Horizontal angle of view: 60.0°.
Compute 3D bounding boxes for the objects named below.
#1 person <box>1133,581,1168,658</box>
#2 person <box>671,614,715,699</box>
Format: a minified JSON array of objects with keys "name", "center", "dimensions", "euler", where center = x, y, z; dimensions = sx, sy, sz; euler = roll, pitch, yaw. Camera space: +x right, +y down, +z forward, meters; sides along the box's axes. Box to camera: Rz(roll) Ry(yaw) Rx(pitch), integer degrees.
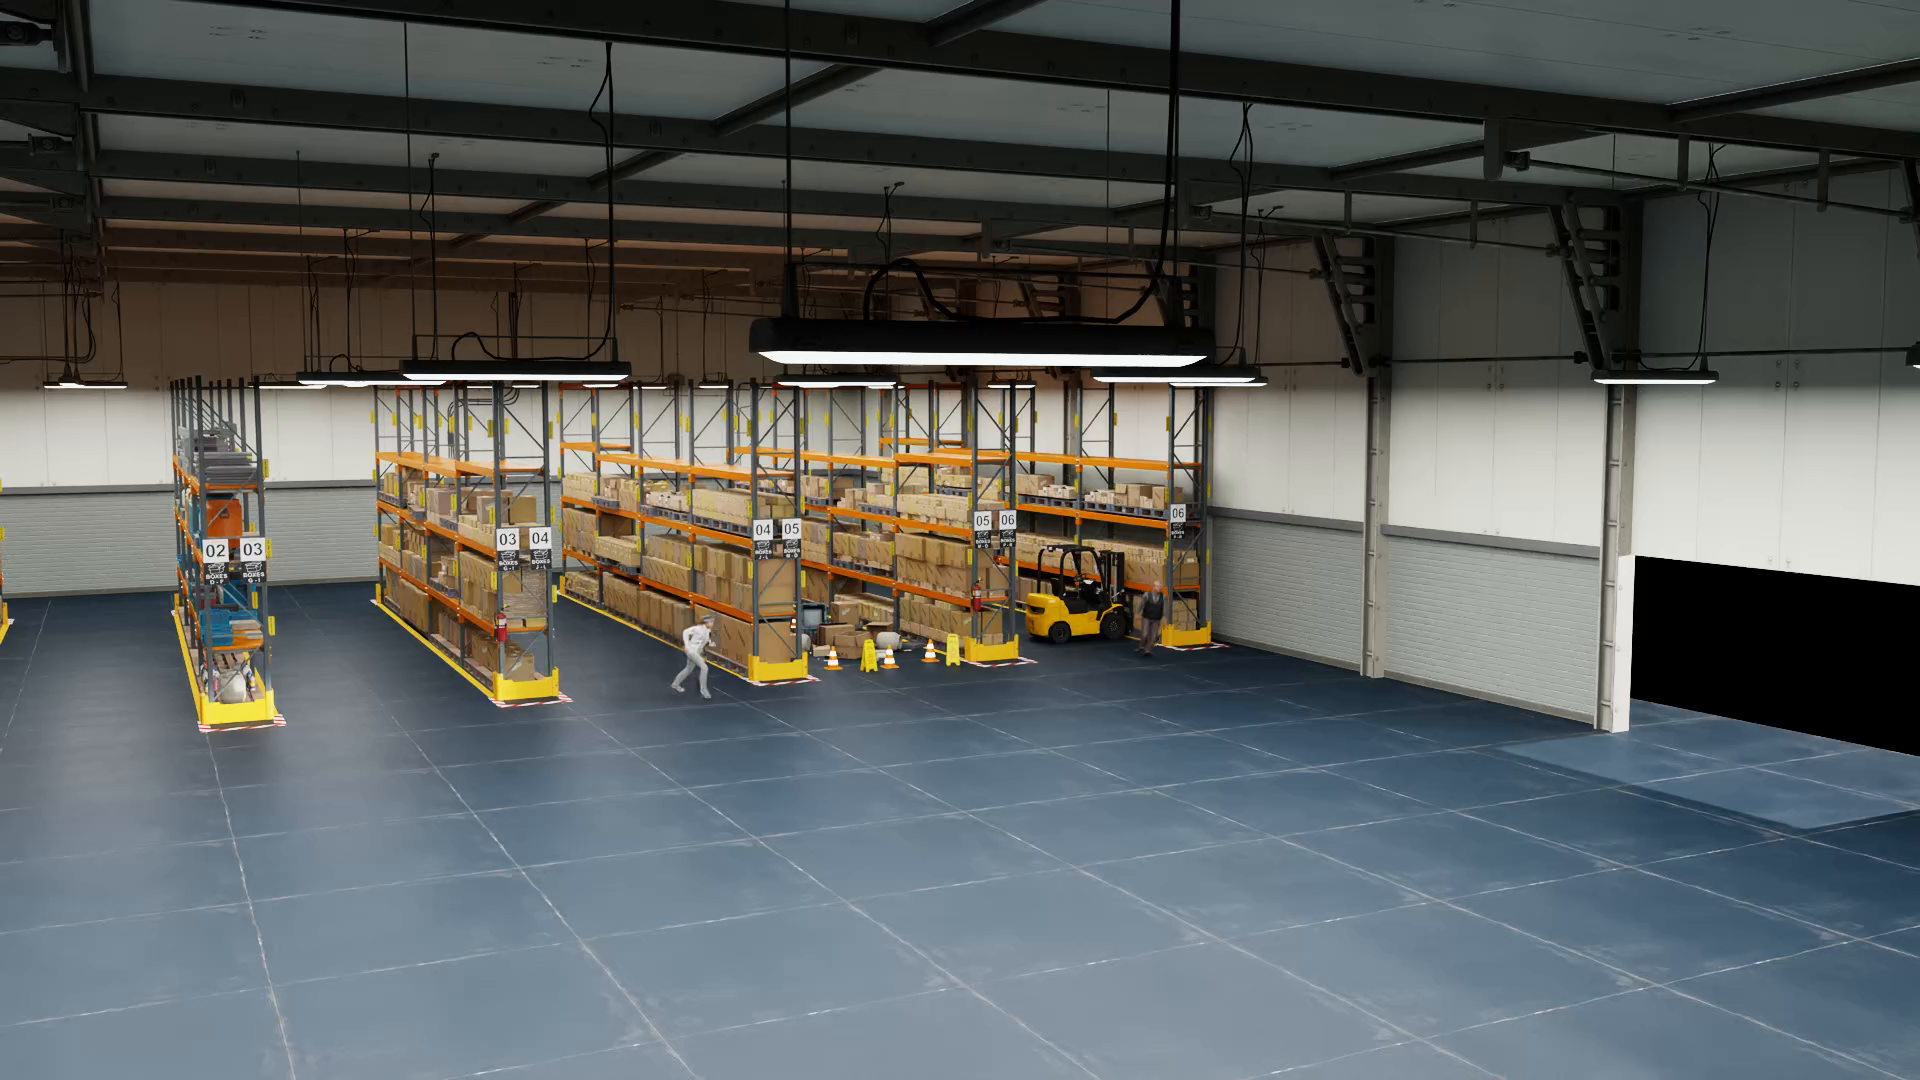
[{"name":"person","center":[4.115,1.705,35.835],"dimensions":[0.690,1.682,0.552],"euler":[-1,5,-10]},{"name":"person","center":[-5.030,2.189,31.220],"dimensions":[0.943,1.623,0.658],"euler":[2,5,20]}]
